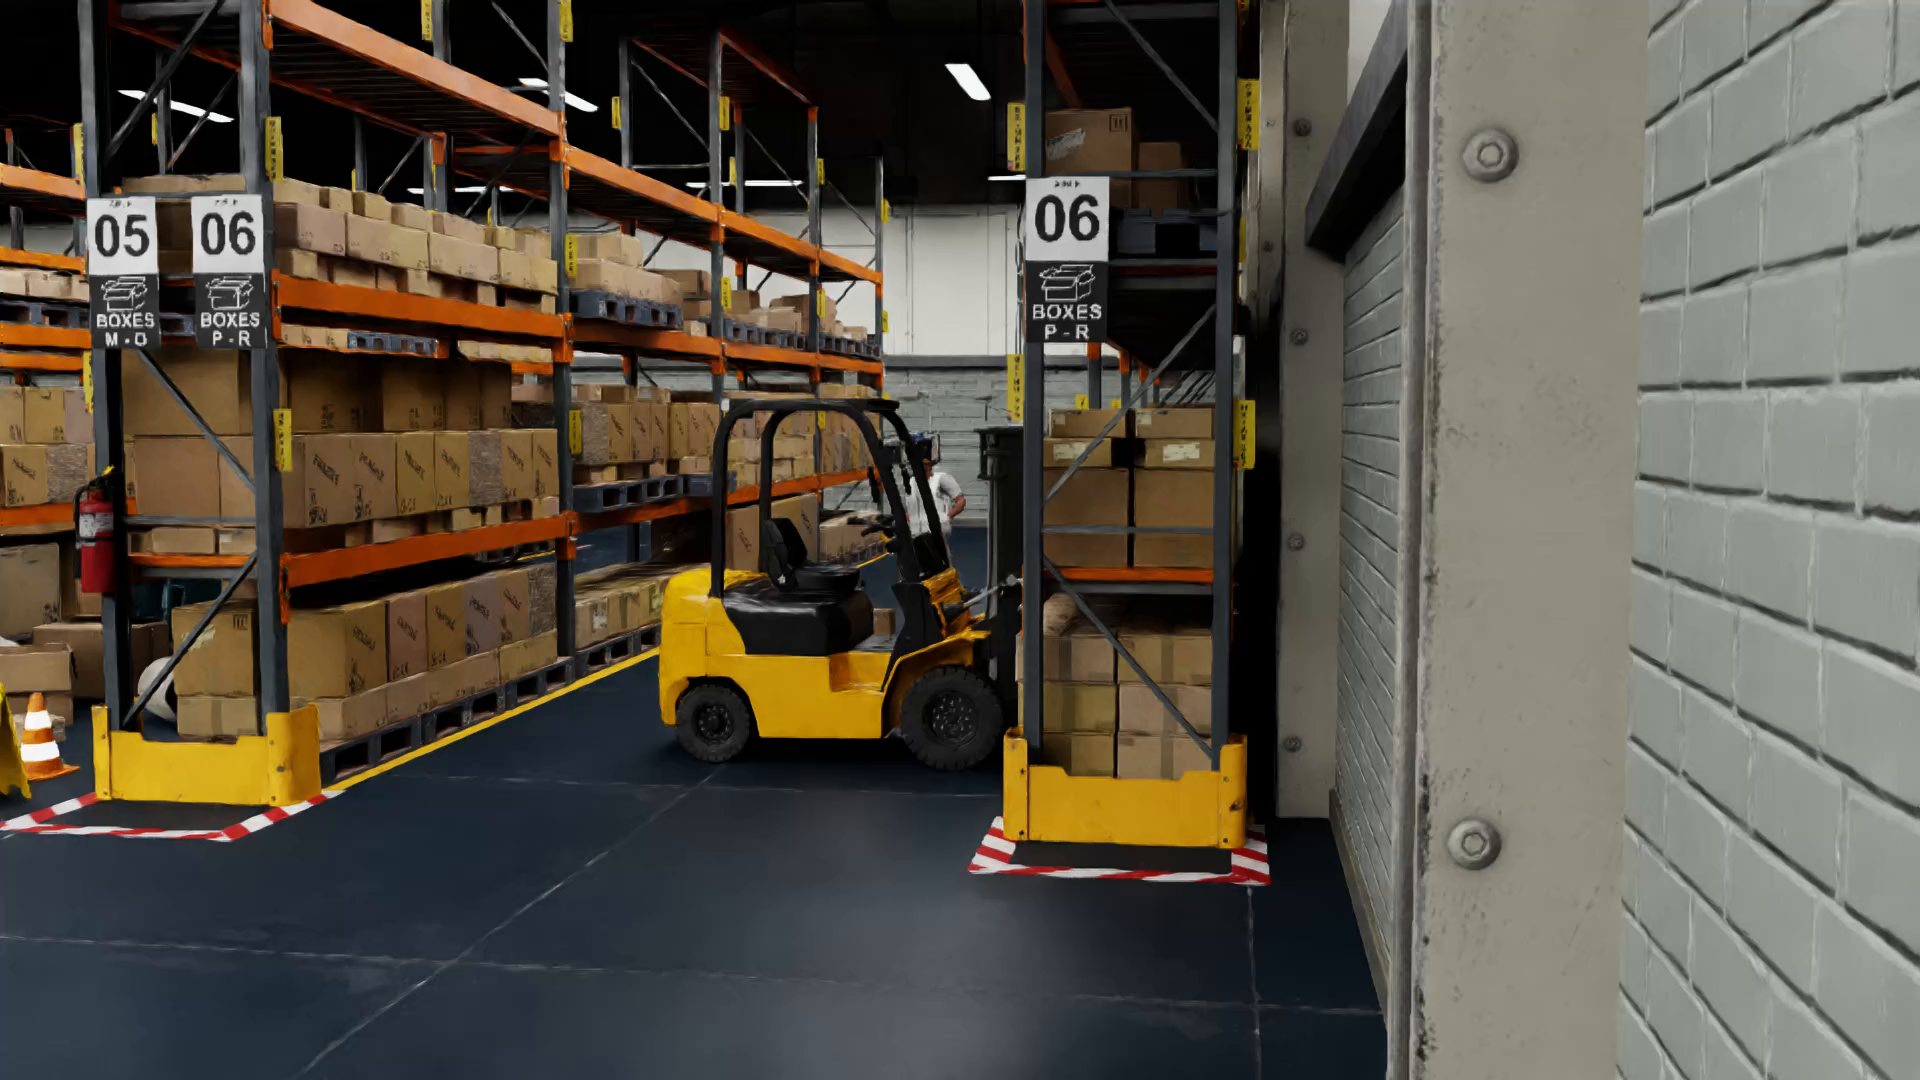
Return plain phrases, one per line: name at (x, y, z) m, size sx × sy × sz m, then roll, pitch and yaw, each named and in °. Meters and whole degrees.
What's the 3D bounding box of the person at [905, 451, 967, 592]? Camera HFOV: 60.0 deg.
person at (-0.314, -0.027, 15.910) m, size 0.719 × 1.765 × 0.851 m, roll 3°, pitch 5°, yaw 31°
